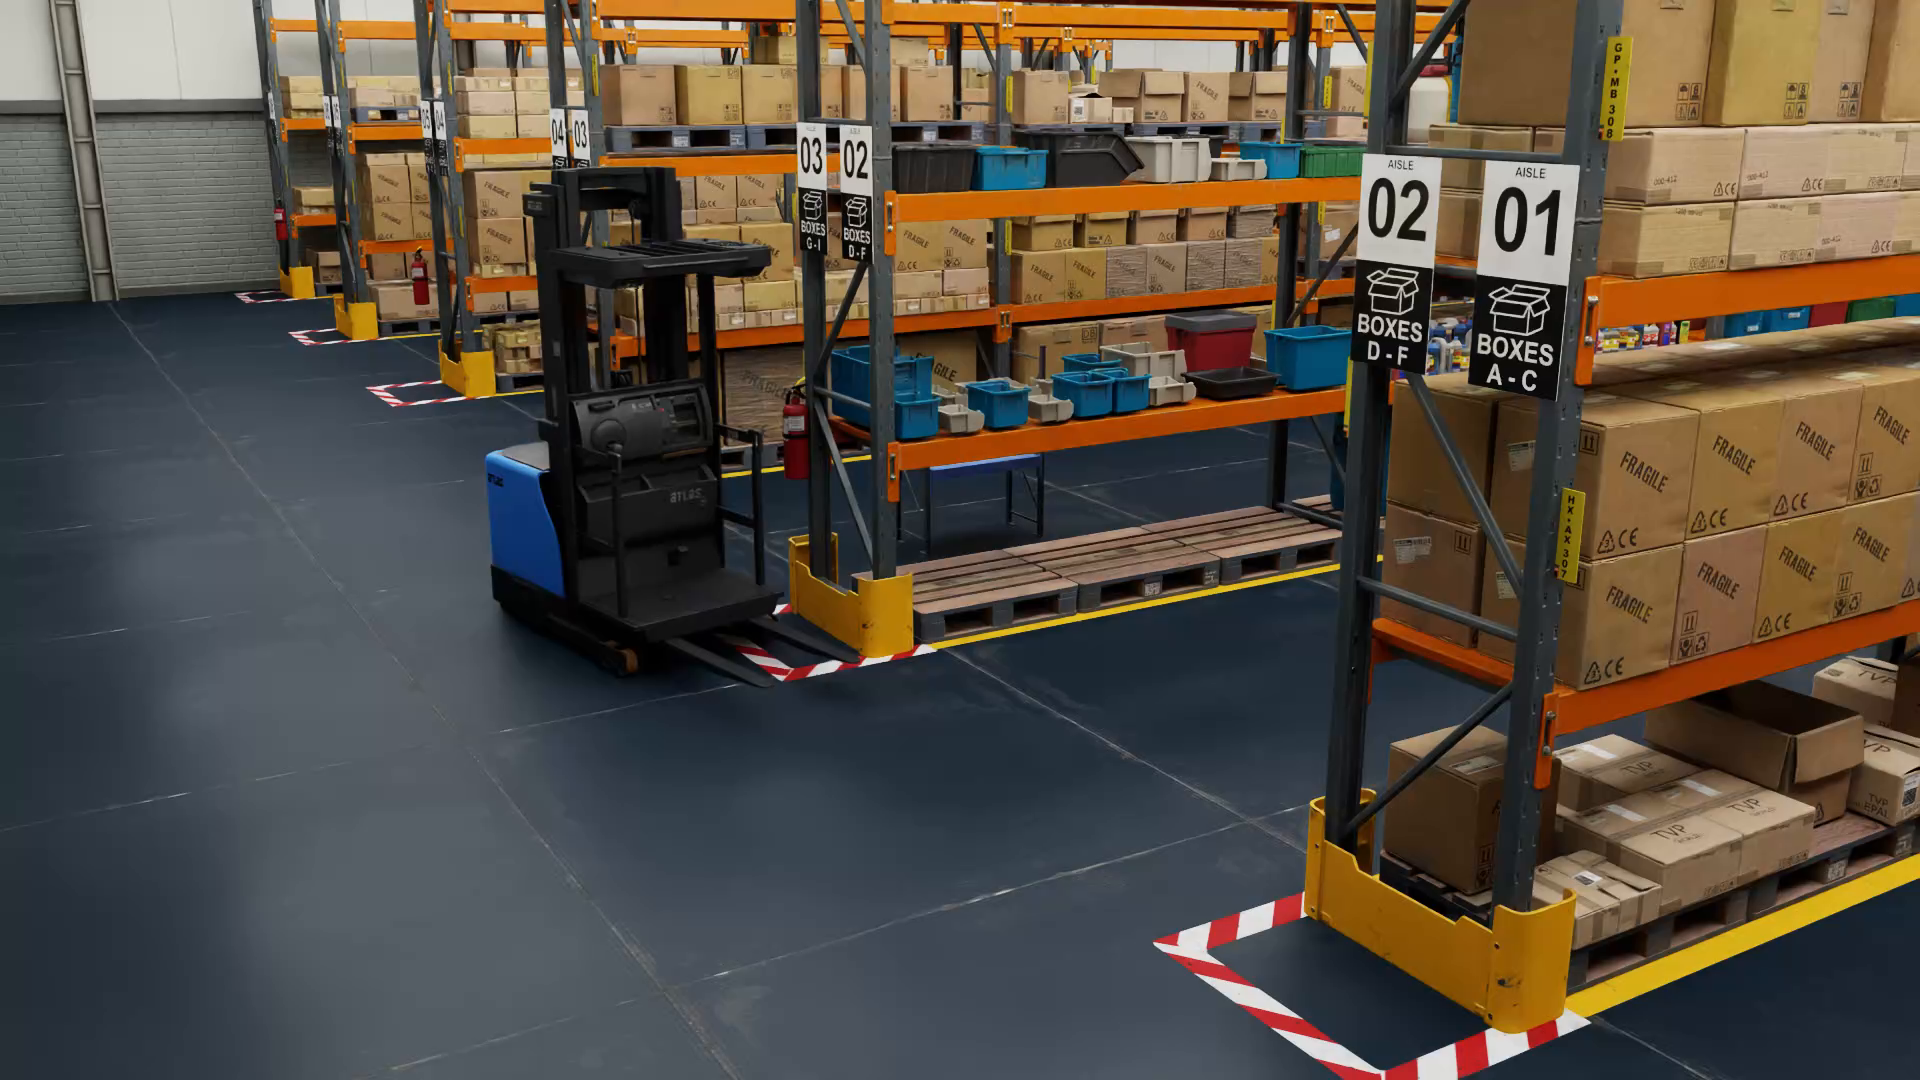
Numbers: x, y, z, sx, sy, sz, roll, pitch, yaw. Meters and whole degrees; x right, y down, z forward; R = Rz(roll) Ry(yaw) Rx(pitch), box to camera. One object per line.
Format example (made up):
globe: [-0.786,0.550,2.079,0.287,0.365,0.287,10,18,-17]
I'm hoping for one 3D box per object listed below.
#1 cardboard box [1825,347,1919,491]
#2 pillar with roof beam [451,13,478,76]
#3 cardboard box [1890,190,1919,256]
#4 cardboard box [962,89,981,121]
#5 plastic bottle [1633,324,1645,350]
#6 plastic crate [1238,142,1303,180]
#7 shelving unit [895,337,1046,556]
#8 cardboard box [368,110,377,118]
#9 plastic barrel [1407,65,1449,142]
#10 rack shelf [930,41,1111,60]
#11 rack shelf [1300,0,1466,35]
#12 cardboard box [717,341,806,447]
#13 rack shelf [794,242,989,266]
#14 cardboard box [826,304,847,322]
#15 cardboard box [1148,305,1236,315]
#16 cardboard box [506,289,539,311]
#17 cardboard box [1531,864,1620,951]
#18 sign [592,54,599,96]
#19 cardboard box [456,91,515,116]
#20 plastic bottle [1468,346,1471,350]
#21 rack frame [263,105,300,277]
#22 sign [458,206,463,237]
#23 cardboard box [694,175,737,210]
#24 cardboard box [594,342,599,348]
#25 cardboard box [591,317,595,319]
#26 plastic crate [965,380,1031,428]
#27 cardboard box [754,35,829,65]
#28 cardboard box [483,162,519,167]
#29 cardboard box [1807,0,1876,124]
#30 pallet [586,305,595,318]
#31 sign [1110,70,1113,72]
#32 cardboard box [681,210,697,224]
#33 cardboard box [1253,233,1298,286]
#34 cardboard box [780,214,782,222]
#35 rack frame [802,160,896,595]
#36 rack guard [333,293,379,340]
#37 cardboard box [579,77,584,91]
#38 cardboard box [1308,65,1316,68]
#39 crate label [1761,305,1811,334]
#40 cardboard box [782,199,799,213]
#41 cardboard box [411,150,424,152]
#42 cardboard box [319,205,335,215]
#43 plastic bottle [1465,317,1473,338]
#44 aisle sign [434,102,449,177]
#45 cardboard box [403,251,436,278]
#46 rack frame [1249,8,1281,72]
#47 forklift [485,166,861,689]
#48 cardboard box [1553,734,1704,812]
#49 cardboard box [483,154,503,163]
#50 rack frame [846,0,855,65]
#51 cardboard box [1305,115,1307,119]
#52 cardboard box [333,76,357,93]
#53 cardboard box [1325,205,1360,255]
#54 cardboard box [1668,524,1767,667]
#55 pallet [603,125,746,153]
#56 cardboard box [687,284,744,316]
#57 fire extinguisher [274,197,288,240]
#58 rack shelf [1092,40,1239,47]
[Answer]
cardboard box: [4.104,-0.538,7.233,0.500,0.500,0.500,-9,18,-29]
pillar with roof beam: [-6.332,-8.018,24.840,0.400,9.000,9.100,-9,18,-30]
cardboard box: [3.704,-1.316,6.768,0.500,0.250,0.500,-9,18,-30]
cardboard box: [-0.075,-5.503,21.243,0.500,0.500,0.500,-9,18,-30]
plastic bottle: [5.554,-1.695,13.637,0.097,0.271,0.097,0,16,0]
plastic crate: [2.110,-2.590,11.345,0.300,0.233,0.416,-9,18,-30]
shelving unit: [0.073,-0.734,12.750,1.048,1.500,0.538,-9,18,-30]
cardboard box: [-9.597,-6.894,26.855,0.250,0.149,0.380,-9,18,-30]
plastic barrel: [3.306,-3.154,12.016,0.433,0.535,0.433,0,16,0]
rack shelf: [1.084,-9.753,33.105,4.000,0.370,1.077,-9,18,-30]
rack shelf: [4.440,-4.054,12.775,4.000,0.370,1.077,-9,18,-30]
cardboard box: [-1.966,-1.430,15.611,0.875,0.875,0.875,-9,18,-30]
rack shelf: [-0.579,-3.666,21.763,4.000,0.370,1.077,-9,18,-30]
cardboard box: [-1.238,-2.120,15.379,0.250,0.149,0.380,-9,18,-29]
cardboard box: [2.233,-2.095,17.983,0.875,0.875,1.225,-9,18,-30]
cardboard box: [-6.289,-3.647,24.331,0.875,0.438,0.875,-10,18,-31]
cardboard box: [2.381,1.458,6.618,0.250,0.149,0.380,-9,18,-30]
sign: [-2.973,-3.791,13.552,0.005,0.325,0.100,-9,18,-30]
cardboard box: [-5.203,-4.793,18.246,0.500,0.250,0.500,-9,18,-29]
plastic bottle: [3.913,-1.395,12.697,0.097,0.201,0.097,0,16,0]
rack frame: [-10.917,-5.457,26.821,0.127,3.000,1.000,-9,18,-30]
sign: [-5.442,-3.470,18.126,0.005,0.325,0.100,-9,18,-30]
cardboard box: [-2.997,-4.206,19.768,0.500,0.500,0.500,-10,18,-31]
cardboard box: [-4.258,-2.313,19.558,0.250,0.149,0.380,-10,19,-32]
cardboard box: [-4.258,-2.596,20.015,0.250,0.149,0.380,-10,18,-32]
plastic crate: [0.242,-0.869,10.650,0.300,0.233,0.416,-9,18,-30]
cardboard box: [-1.517,-4.399,14.950,0.500,0.250,0.500,-10,18,-31]
cardboard box: [-6.496,-5.056,23.352,0.500,0.500,0.500,-9,18,-29]
cardboard box: [3.122,-1.917,6.598,0.500,0.500,0.700,-9,18,-30]
pallet: [-5.621,-3.435,24.773,1.213,0.211,1.003,-9,18,-30]
sign: [3.065,-9.387,33.787,0.005,0.325,0.100,-9,18,-30]
cardboard box: [-3.435,-3.652,19.645,0.500,0.500,0.500,-9,18,-30]
cardboard box: [3.308,-3.051,18.051,0.500,0.500,0.500,-9,18,-28]
cardboard box: [-2.670,-5.078,25.746,0.500,0.250,0.500,-9,18,-30]
rack frame: [-0.703,-0.871,10.458,0.127,3.000,1.000,-9,18,-30]
rack guard: [-8.378,-3.102,23.051,0.348,0.500,1.175,-9,18,-30]
cardboard box: [-4.178,-5.136,18.730,0.250,0.149,0.380,-9,18,-28]
cardboard box: [5.052,-6.776,23.992,0.250,0.149,0.380,-9,18,-29]
crate label: [7.145,-2.075,14.690,0.616,0.435,0.502,-9,18,-30]
cardboard box: [-2.049,-4.203,20.931,0.250,0.149,0.380,-8,18,-27]
cardboard box: [-7.533,-5.369,23.267,0.250,0.149,0.380,-9,18,-28]
cardboard box: [-10.300,-5.365,26.956,0.250,0.149,0.380,-9,18,-28]
plastic bottle: [4.188,-1.693,13.631,0.097,0.271,0.097,0,16,0]
aisle sign: [-5.630,-4.350,18.056,0.004,0.787,0.394,-9,18,-30]
cardboard box: [-9.087,-4.679,27.898,0.500,0.500,0.500,-9,18,-29]
rack frame: [4.565,-7.735,23.831,0.127,3.000,1.000,-9,18,-30]
forklift: [-1.816,-0.748,10.148,1.130,2.935,3.031,-13,20,-39]
cardboard box: [3.014,1.130,7.599,0.500,0.250,0.500,-9,18,-30]
cardboard box: [-6.560,-5.342,23.172,0.250,0.149,0.380,-10,18,-31]
rack frame: [-1.500,-8.310,25.883,0.127,3.000,1.000,-9,18,-30]
cardboard box: [3.885,-4.624,18.567,0.500,0.250,0.500,-9,18,-30]
cardboard box: [-9.962,-7.283,26.578,0.500,0.250,0.500,-9,18,-30]
cardboard box: [4.473,-3.564,19.104,0.500,0.500,0.700,-6,17,-22]
cardboard box: [2.800,0.154,6.617,0.500,0.500,0.500,-9,18,-30]
pallet: [-2.623,-3.524,14.530,1.213,0.211,1.003,-9,18,-30]
cardboard box: [-2.261,-2.166,14.805,0.500,0.250,0.500,-9,18,-30]
fire extinguisher: [-10.805,-5.113,26.427,0.183,0.674,0.296,-9,18,-30]
rack shelf: [3.643,-8.796,28.956,4.000,0.370,1.077,-9,18,-30]
